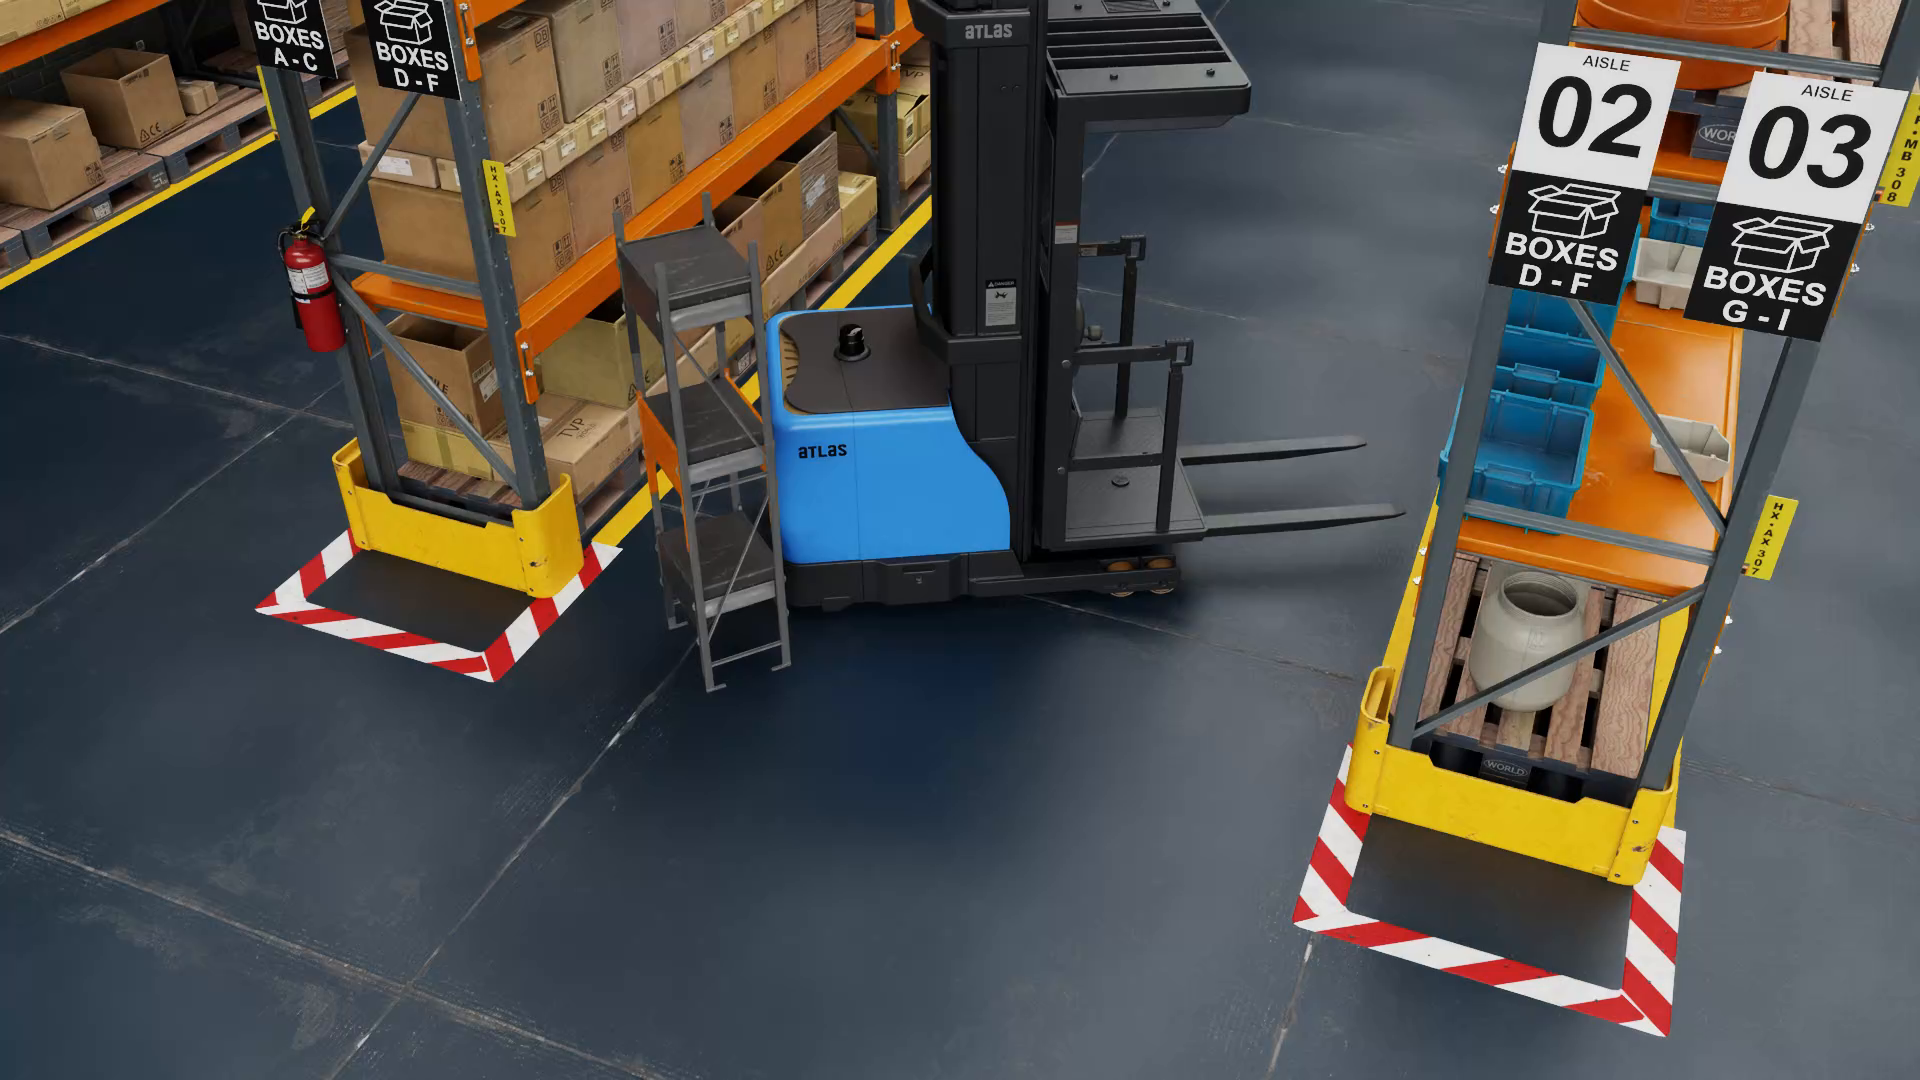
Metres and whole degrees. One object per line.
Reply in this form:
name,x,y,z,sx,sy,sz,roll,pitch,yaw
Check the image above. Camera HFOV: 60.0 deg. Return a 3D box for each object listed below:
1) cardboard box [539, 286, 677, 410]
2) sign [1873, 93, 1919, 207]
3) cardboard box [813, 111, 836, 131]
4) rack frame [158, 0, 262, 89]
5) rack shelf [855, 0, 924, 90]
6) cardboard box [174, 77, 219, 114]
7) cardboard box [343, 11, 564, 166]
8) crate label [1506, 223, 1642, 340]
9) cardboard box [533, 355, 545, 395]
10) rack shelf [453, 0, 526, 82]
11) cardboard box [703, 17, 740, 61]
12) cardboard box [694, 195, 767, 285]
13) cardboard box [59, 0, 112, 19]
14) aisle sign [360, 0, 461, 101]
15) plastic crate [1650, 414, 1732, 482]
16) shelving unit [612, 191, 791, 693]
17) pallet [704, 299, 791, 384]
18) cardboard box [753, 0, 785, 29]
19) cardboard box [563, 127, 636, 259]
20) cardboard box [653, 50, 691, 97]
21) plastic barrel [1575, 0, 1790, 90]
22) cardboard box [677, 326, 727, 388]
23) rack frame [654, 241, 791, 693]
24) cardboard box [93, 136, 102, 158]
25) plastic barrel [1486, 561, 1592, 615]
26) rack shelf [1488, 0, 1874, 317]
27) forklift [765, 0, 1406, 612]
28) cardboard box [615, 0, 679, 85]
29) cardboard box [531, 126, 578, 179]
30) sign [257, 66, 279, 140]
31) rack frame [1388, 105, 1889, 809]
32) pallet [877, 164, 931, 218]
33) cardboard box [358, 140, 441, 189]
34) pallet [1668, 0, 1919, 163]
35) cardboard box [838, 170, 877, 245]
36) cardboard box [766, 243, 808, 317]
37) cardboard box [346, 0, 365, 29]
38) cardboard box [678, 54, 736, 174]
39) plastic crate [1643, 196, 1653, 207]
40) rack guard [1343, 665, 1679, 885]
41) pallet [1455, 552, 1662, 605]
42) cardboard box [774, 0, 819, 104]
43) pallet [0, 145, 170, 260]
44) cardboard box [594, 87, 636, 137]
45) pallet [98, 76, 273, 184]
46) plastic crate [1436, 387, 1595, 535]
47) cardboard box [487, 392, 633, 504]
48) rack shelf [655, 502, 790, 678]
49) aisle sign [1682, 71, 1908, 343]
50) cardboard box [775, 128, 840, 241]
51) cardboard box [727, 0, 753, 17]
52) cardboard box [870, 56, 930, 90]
cardboard box,-1.805,-1.045,8.462,0.500,0.500,0.500,14,39,18
sign,2.683,-1.101,4.705,0.100,0.325,0.005,14,39,18
cardboard box,-0.993,-2.950,11.169,0.500,0.311,0.500,14,39,18
rack frame,-5.464,-4.495,11.759,1.000,3.000,0.127,14,39,18
rack shelf,-0.121,-4.188,11.948,1.077,0.370,4.000,14,39,18
cardboard box,-5.640,-3.234,12.070,0.380,0.166,0.250,9,38,12
cardboard box,-2.194,-1.999,7.251,0.700,0.500,0.500,14,39,18
crate label,2.626,-1.119,7.212,0.502,0.435,0.616,14,39,18
cardboard box,-2.294,-0.865,8.847,0.500,0.250,0.500,14,39,18
rack shelf,-1.643,-3.175,8.087,1.077,0.370,4.000,14,39,18
cardboard box,-1.370,-2.619,8.623,0.380,0.149,0.250,15,39,19
cardboard box,-1.421,-1.598,9.201,0.500,0.500,0.500,14,39,18
cardboard box,-5.738,-3.556,10.610,0.500,0.250,0.500,14,39,17
aisle sign,-2.145,-2.089,6.368,0.394,0.787,0.004,14,39,18
plastic crate,2.814,-0.340,6.420,0.298,0.136,0.250,14,39,18
shelving unit,-1.055,-0.353,6.969,0.431,2.100,0.503,-17,40,-22
pallet,-1.686,-1.143,9.603,1.003,0.211,1.213,14,39,18
cardboard box,-1.176,-2.906,9.008,0.380,0.149,0.250,14,39,18
cardboard box,-2.019,-1.742,7.991,0.700,0.500,0.500,15,39,19
cardboard box,-1.567,-2.336,8.244,0.380,0.149,0.250,13,39,17
plastic barrel,2.243,-1.863,5.023,0.600,0.830,0.708,14,39,18
cardboard box,-1.616,-1.022,9.057,0.500,0.250,0.500,14,39,18
rack frame,-0.942,-0.224,6.796,0.400,2.100,0.015,-17,40,-22
cardboard box,-6.091,-2.649,11.302,0.380,0.149,0.250,11,38,14
plastic barrel,2.546,0.145,7.278,0.421,0.512,0.421,0,37,0
rack shelf,2.937,-2.044,6.575,1.077,0.370,4.000,14,39,18
forklift,0.619,-1.218,7.431,3.031,2.935,1.130,-4,37,-5
cardboard box,-1.808,-2.570,8.016,0.700,0.500,0.500,14,39,18
cardboard box,-1.957,-1.769,7.486,0.380,0.149,0.250,13,39,17
sign,-2.900,-1.844,7.047,0.100,0.325,0.005,14,39,18
rack frame,2.176,-0.024,5.776,1.000,3.000,0.127,14,39,18
pallet,-0.637,-2.669,11.644,1.003,0.211,1.213,14,39,18
cardboard box,-2.435,-1.709,7.406,0.380,0.149,0.250,13,39,17
pallet,2.581,-1.585,5.518,1.003,0.211,1.213,14,39,18
cardboard box,-0.856,-2.129,10.539,0.500,0.250,0.500,14,39,18
cardboard box,-1.232,-1.574,9.797,0.500,0.250,0.500,14,39,18
cardboard box,-5.049,-4.379,13.324,0.700,0.500,0.500,13,39,17
cardboard box,-1.628,-2.308,8.748,0.700,0.500,0.500,15,39,19
plastic crate,3.381,-1.953,8.409,0.767,0.338,0.504,14,39,18
rack guard,2.161,0.925,6.595,1.175,0.500,0.348,14,39,18
pallet,2.941,-0.081,8.182,1.003,0.211,1.213,14,39,18
cardboard box,-1.239,-2.868,9.498,0.700,0.500,0.500,13,39,17
pallet,-6.150,-2.321,11.178,1.003,0.211,1.213,14,39,18
cardboard box,-1.763,-2.046,7.857,0.380,0.149,0.250,13,39,17
pallet,-5.687,-2.998,12.085,1.003,0.211,1.213,14,39,18
plastic crate,2.089,-0.309,6.283,0.499,0.251,0.616,14,39,18
cardboard box,-1.994,-0.467,8.316,0.500,0.250,0.500,14,39,18
rack shelf,-1.055,0.218,7.396,0.431,0.518,0.480,-17,40,-22
aisle sign,2.419,-0.958,4.855,0.394,0.787,0.004,14,39,18
cardboard box,-1.057,-2.155,9.948,0.500,0.500,0.500,14,39,18
cardboard box,-1.427,-3.124,8.757,0.700,0.500,0.500,14,39,18
cardboard box,-0.299,-3.108,11.381,0.500,0.311,0.500,13,39,17
